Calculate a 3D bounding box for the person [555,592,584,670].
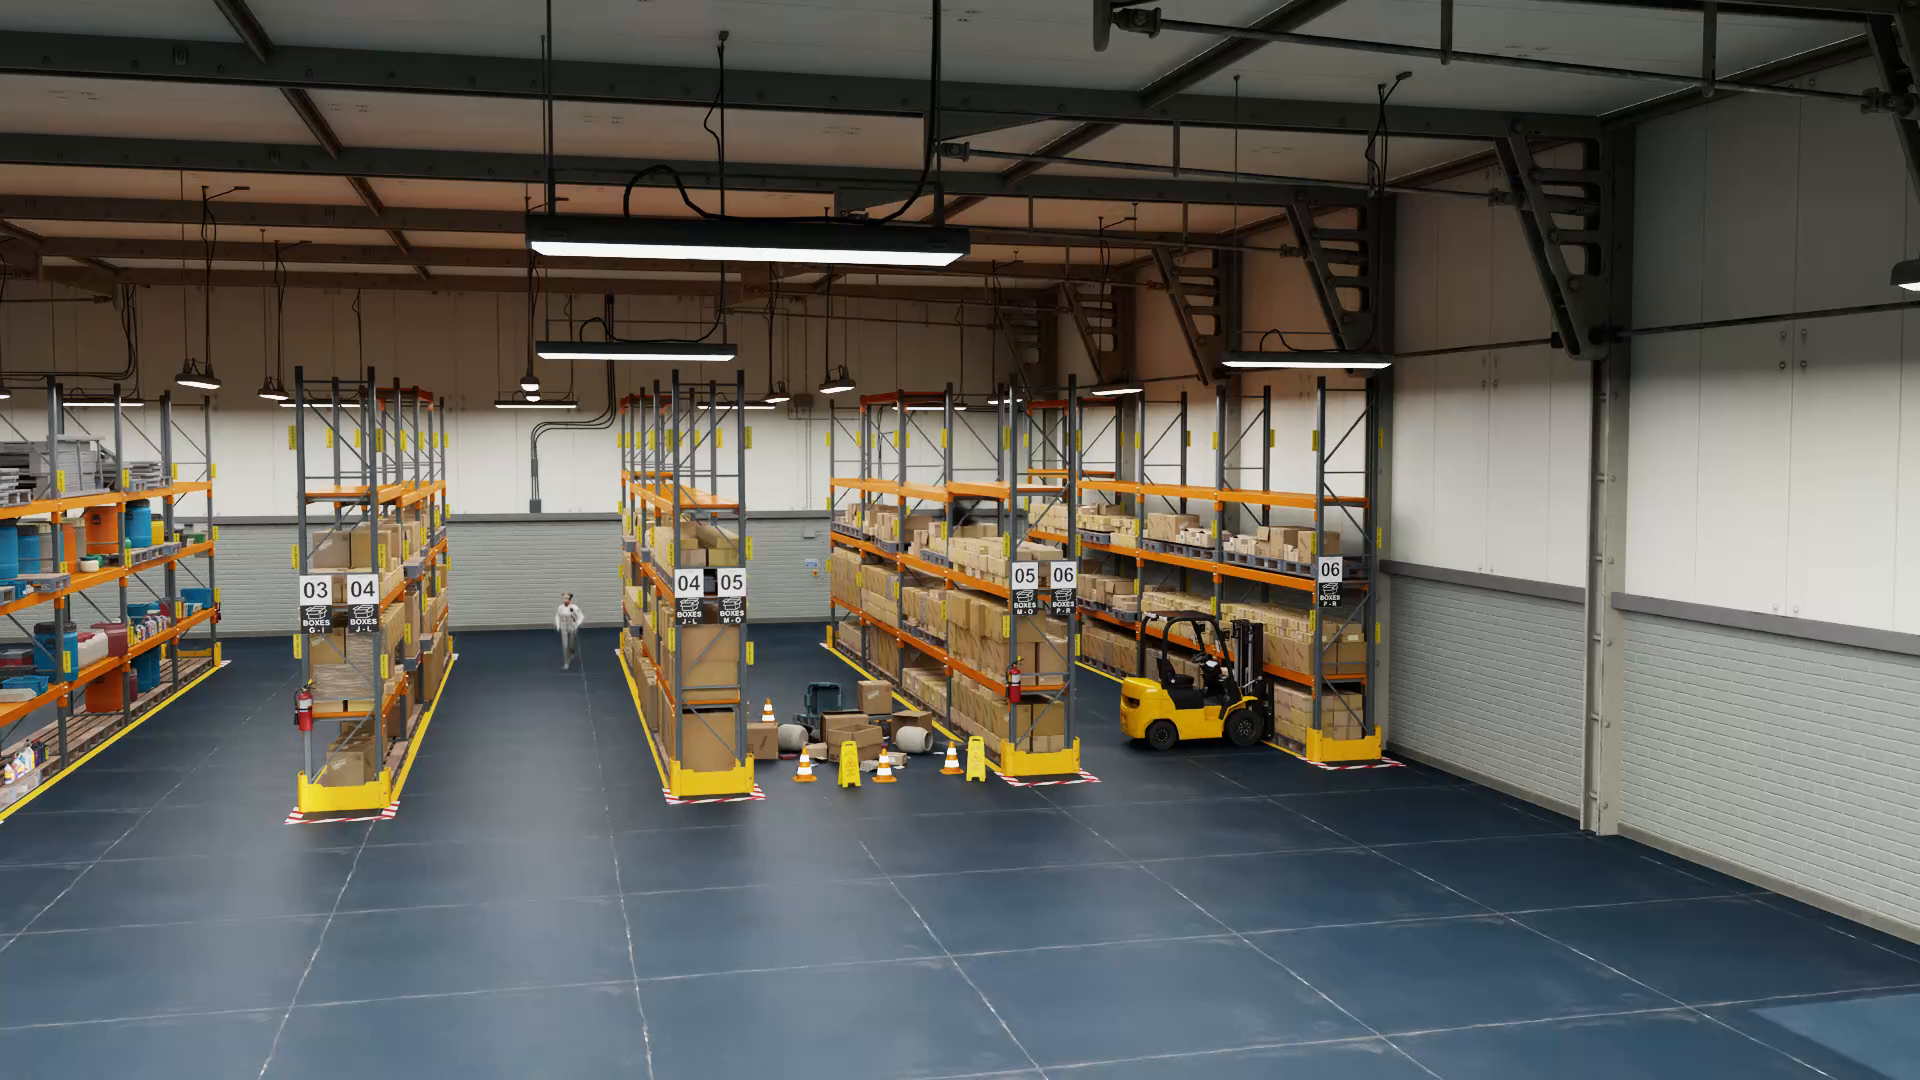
[{"bbox_3d":[-8.622,1.981,36.715,0.637,1.691,0.712,0,3,-3],"label":"person"}]
